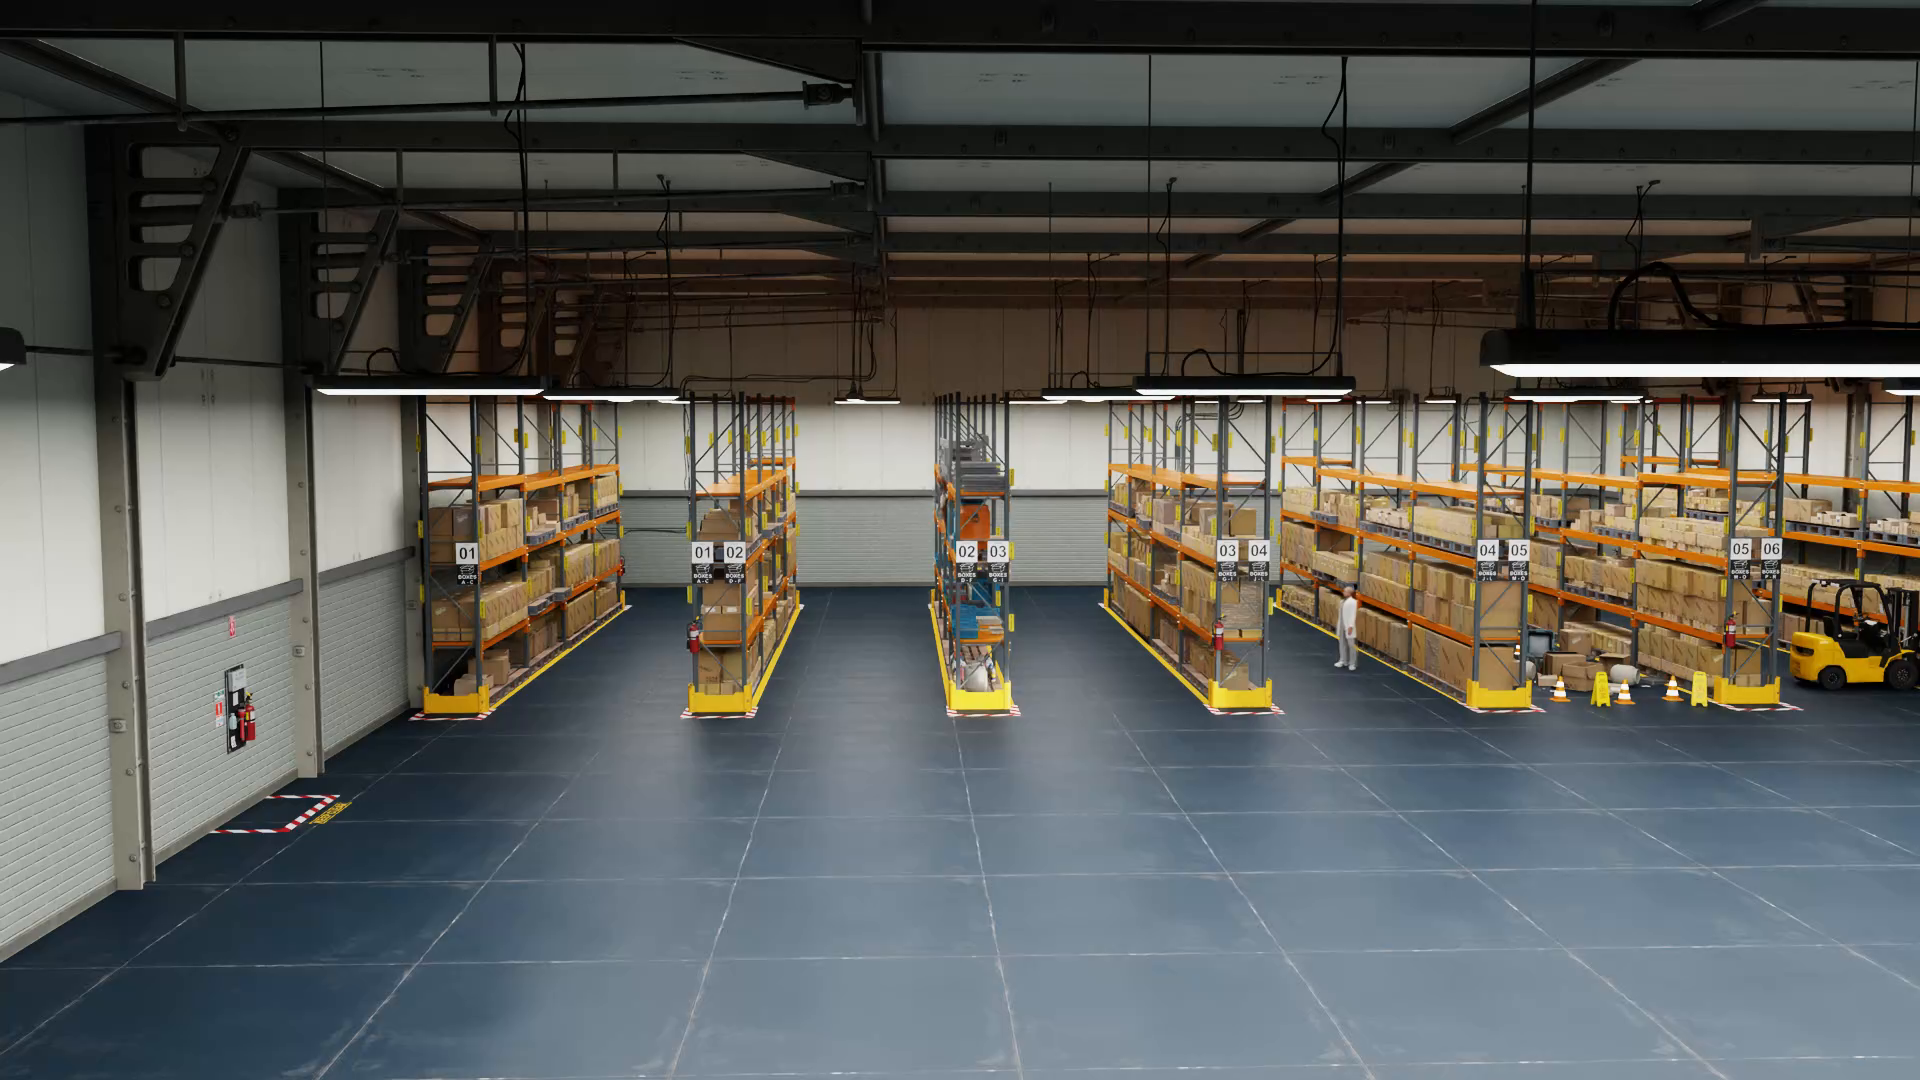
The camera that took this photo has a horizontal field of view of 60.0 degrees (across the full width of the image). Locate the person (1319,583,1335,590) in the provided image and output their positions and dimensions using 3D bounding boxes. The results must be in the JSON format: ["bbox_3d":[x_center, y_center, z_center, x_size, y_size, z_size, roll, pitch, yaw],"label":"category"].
[{"bbox_3d":[10.735,0.941,48.955,1.084,1.747,0.716,0,5,6],"label":"person"}]

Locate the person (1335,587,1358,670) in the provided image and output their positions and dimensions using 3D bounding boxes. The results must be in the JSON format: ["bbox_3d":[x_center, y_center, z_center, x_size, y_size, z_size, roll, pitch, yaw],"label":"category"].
[{"bbox_3d":[8.502,1.927,36.478,0.411,1.817,0.589,-3,6,-34],"label":"person"}]

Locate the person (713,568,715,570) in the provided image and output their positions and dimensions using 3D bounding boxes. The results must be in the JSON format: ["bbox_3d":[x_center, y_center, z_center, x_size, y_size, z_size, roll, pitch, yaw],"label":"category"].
[{"bbox_3d":[-6.557,1.310,44.254,0.410,1.730,0.593,0,5,-2],"label":"person"}]
